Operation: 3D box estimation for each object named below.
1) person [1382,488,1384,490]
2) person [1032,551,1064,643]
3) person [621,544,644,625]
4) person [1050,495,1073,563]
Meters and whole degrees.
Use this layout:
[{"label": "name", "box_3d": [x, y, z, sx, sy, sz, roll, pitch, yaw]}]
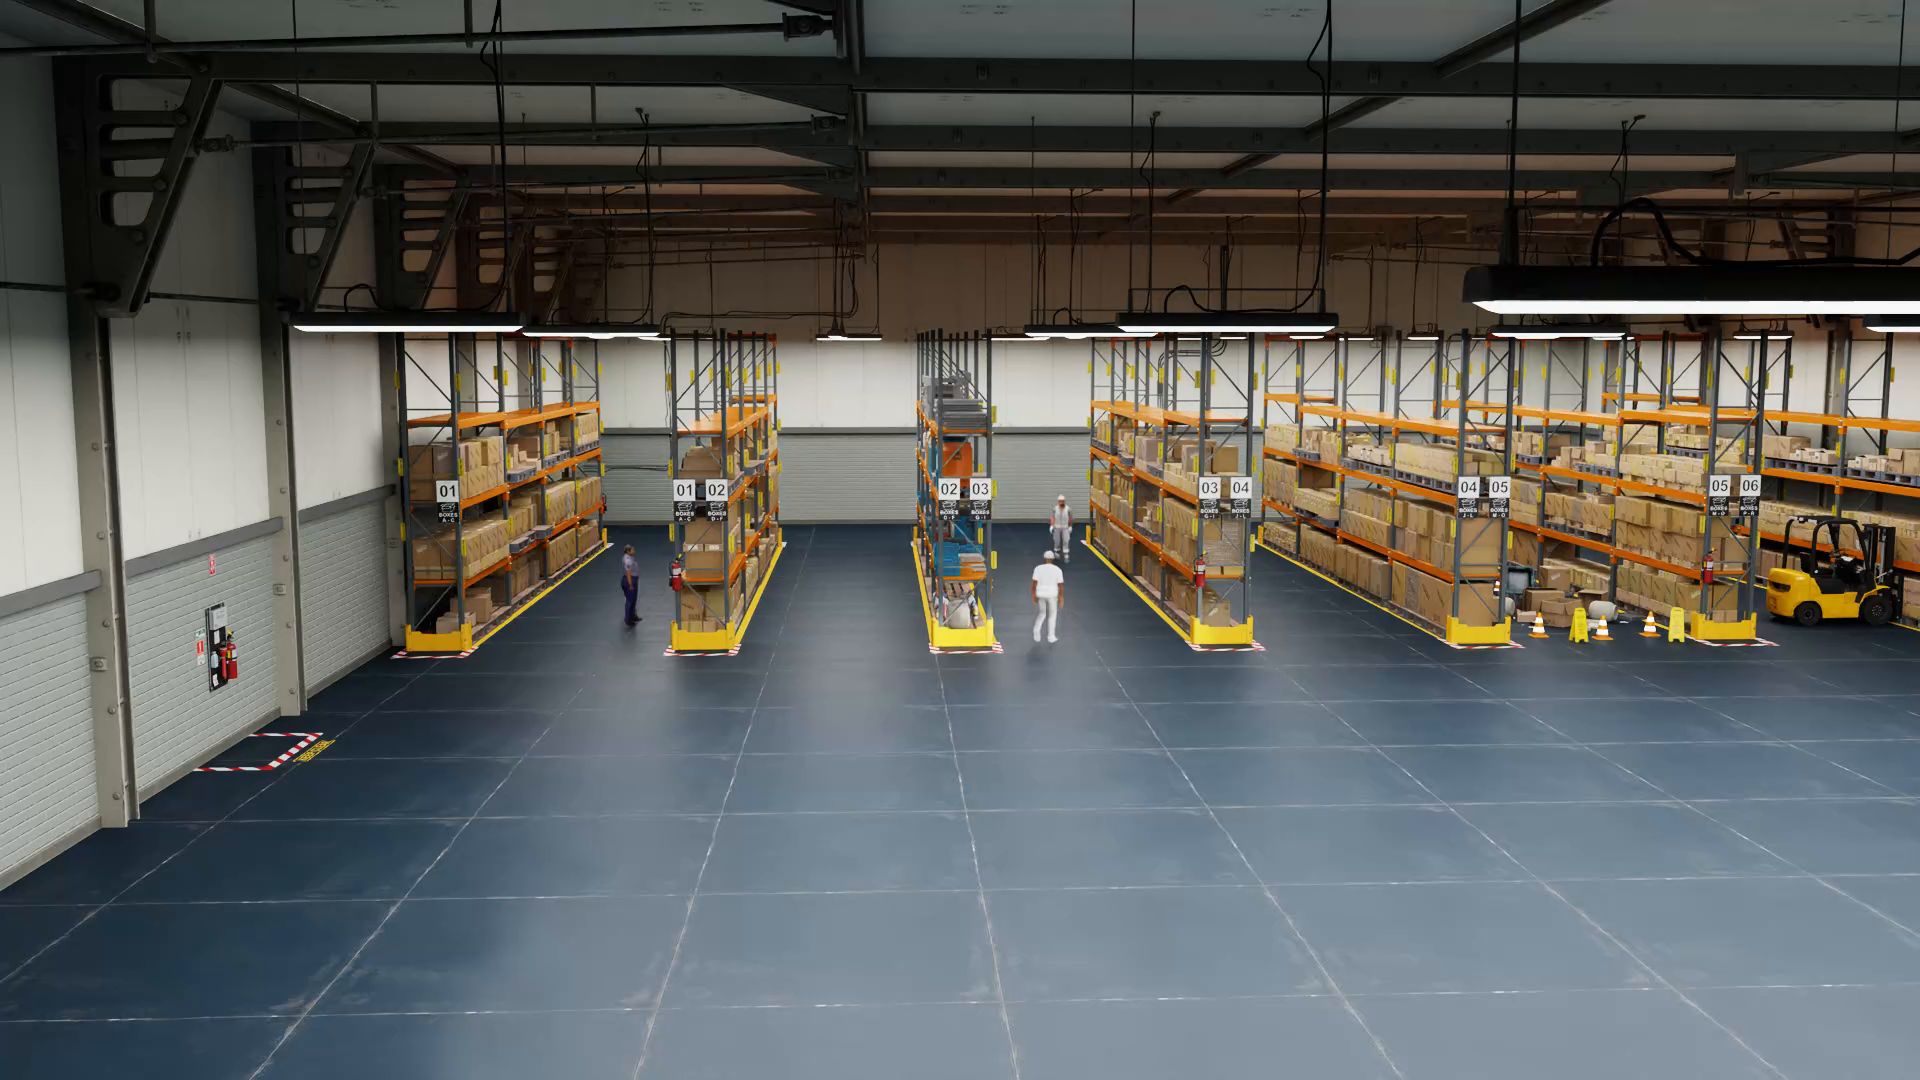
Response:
[{"label": "person", "box_3d": [11.544, -0.547, 45.690, 0.390, 1.791, 0.593, 4, 8, 32]}, {"label": "person", "box_3d": [1.672, 1.092, 31.860, 0.569, 1.757, 0.582, 4, 8, 29]}, {"label": "person", "box_3d": [-6.702, 0.901, 34.113, 0.538, 1.649, 0.485, -4, 8, -33]}, {"label": "person", "box_3d": [2.665, -0.302, 43.638, 0.624, 1.742, 0.975, -1, 7, -5]}]
